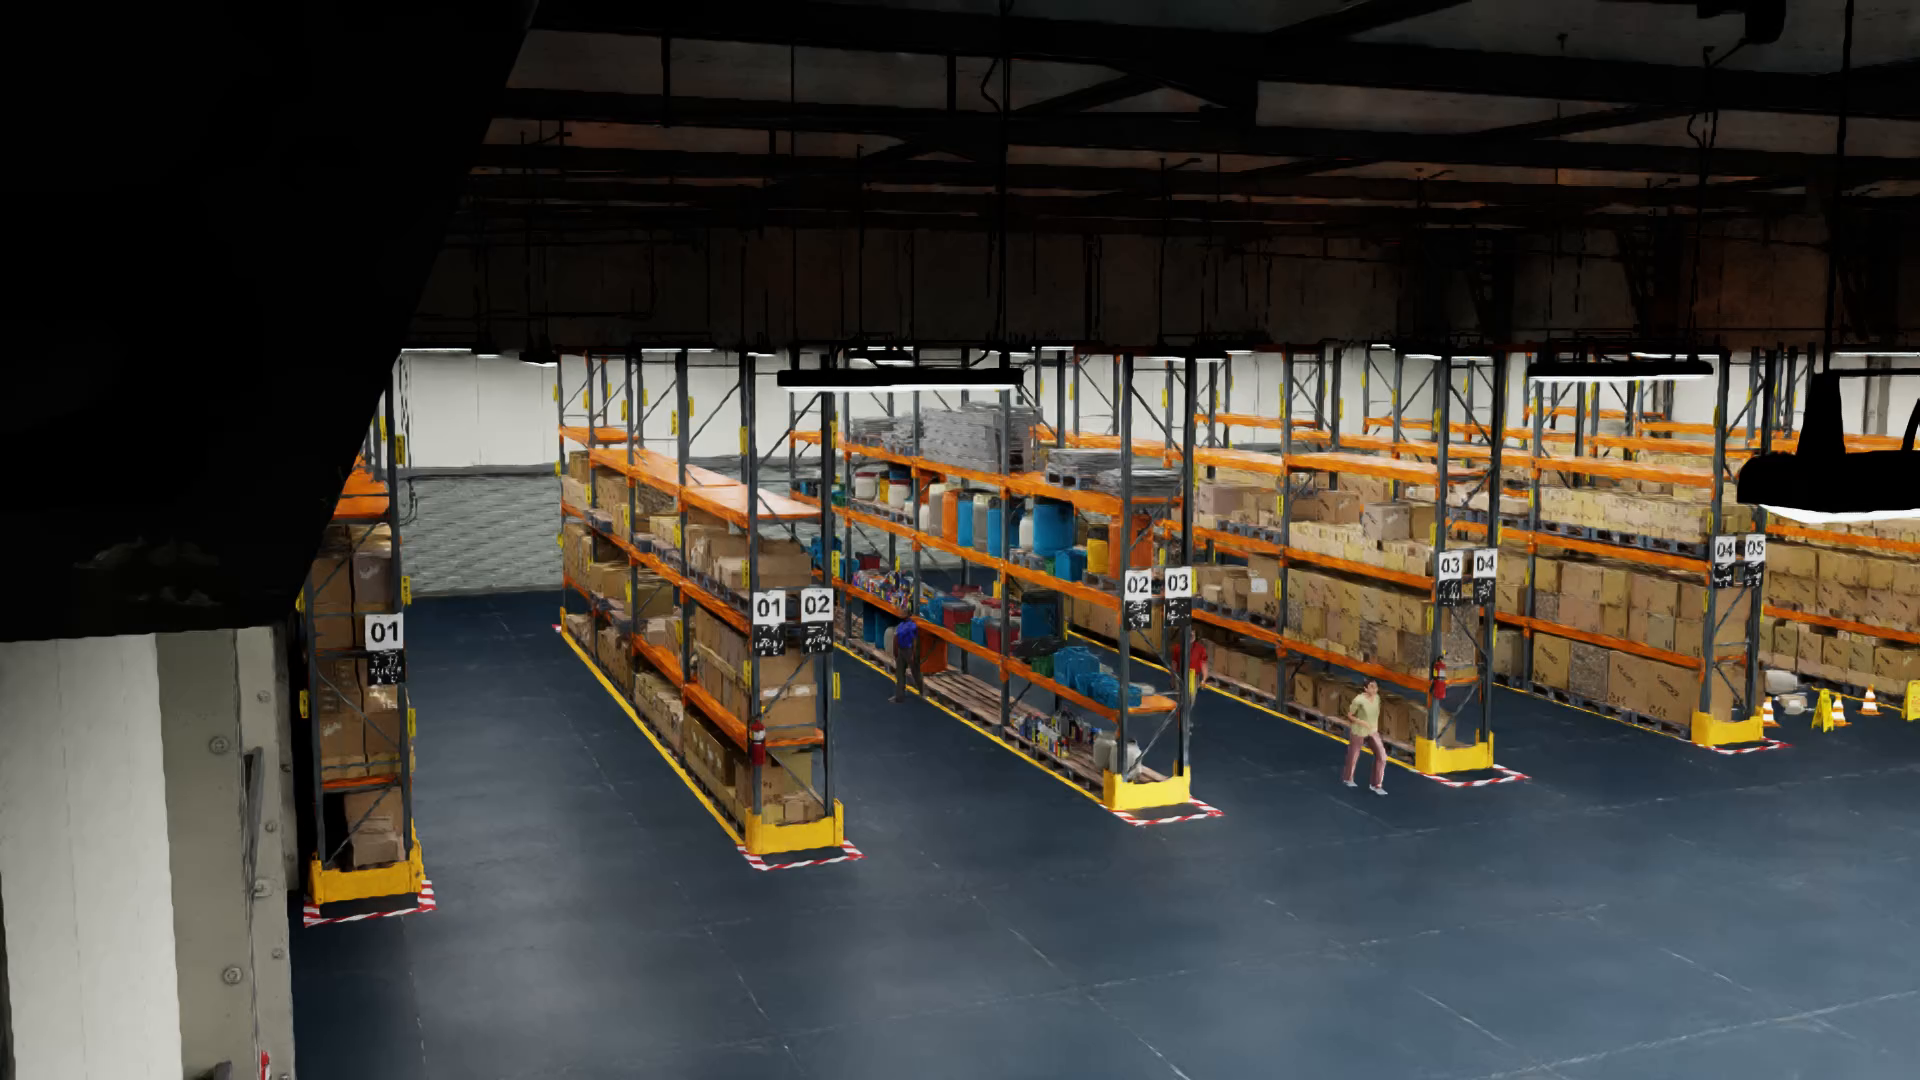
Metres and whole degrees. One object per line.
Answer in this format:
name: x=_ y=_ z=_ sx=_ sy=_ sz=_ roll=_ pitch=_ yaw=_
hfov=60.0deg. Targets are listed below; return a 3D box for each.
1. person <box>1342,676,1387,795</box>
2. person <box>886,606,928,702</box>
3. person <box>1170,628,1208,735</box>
person: x=5.561 y=2.640 z=22.851 sx=0.603 sy=1.600 sz=0.799 roll=-2 pitch=8 yaw=-16
person: x=-0.915 y=1.934 z=28.307 sx=0.644 sy=1.634 sz=0.661 roll=-7 pitch=10 yaw=-42
person: x=3.601 y=2.189 z=26.065 sx=0.533 sy=1.658 sz=1.021 roll=-2 pitch=7 yaw=-12
